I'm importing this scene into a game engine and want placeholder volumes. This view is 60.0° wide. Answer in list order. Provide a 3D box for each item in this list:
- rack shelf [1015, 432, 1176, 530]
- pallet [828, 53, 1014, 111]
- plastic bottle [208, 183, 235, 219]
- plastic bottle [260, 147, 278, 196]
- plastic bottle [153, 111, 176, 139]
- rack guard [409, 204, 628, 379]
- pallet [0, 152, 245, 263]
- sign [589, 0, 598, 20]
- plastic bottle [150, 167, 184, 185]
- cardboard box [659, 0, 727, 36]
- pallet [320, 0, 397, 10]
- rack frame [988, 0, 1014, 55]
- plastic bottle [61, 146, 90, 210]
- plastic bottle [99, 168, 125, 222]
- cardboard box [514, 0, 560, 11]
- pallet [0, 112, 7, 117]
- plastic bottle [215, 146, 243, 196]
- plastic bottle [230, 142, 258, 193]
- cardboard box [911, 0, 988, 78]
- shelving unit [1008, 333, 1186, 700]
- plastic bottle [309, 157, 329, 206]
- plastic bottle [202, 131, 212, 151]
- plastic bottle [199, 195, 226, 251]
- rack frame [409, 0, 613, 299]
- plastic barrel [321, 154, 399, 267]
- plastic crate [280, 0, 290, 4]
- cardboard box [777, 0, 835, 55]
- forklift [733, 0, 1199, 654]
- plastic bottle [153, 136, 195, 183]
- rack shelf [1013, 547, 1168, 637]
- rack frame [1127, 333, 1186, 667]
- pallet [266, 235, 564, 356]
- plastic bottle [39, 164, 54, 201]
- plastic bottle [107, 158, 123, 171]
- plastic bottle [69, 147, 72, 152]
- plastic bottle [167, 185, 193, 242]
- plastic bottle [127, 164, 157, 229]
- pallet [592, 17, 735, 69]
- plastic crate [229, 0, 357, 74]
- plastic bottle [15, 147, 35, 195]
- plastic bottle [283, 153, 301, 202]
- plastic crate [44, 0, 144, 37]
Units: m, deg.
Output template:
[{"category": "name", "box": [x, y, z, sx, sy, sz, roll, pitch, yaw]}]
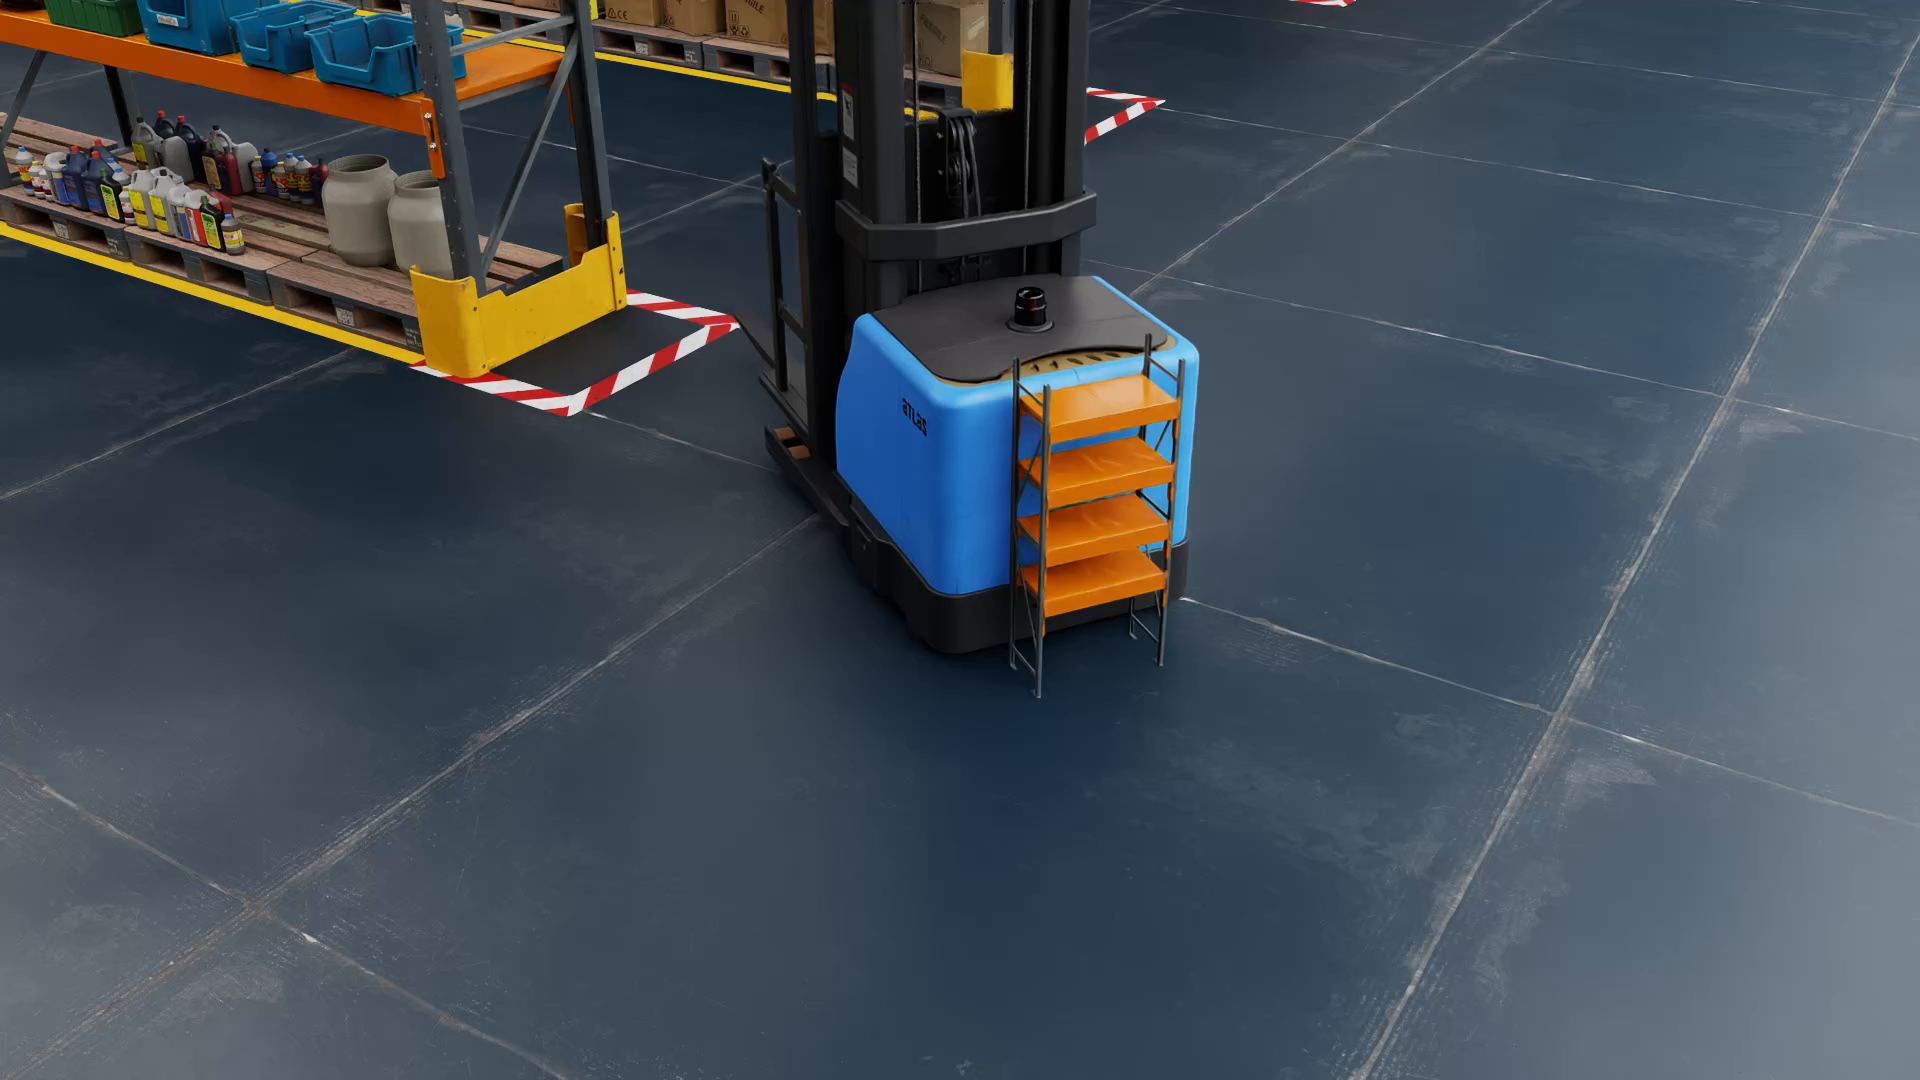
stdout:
[{"category": "rack shelf", "box": [0.451, -0.203, 5.596, 0.480, 0.148, 0.258, -13, 33, -20]}, {"category": "pallet", "box": [-0.225, -3.526, 12.585, 1.213, 0.211, 1.003, 18, 35, 27]}, {"category": "plastic bottle", "box": [-4.056, -1.810, 9.135, 0.133, 0.283, 0.061, 18, 35, 27]}, {"category": "plastic bottle", "box": [-4.042, -2.167, 9.758, 0.097, 0.271, 0.097, 0, 30, 0]}, {"category": "plastic bottle", "box": [-4.814, -2.431, 10.133, 0.185, 0.351, 0.144, 17, 34, 26]}, {"category": "rack guard", "box": [-2.214, -1.284, 8.455, 0.348, 0.500, 1.175, 18, 35, 27]}, {"category": "pallet", "box": [-4.966, -2.033, 10.025, 1.213, 0.211, 1.003, 18, 35, 27]}, {"category": "sign", "box": [-1.829, -2.717, 8.155, 0.005, 0.325, 0.100, 18, 35, 27]}, {"category": "plastic bottle", "box": [-4.472, -1.961, 9.401, 0.135, 0.276, 0.152, 18, 35, 27]}, {"category": "cardboard box", "box": [-2.073, -4.376, 13.339, 0.500, 0.500, 0.500, -23, 37, -33]}, {"category": "pallet", "box": [-5.606, -5.206, 15.465, 1.213, 0.211, 1.003, 18, 35, 27]}, {"category": "rack frame", "box": [0.508, -4.477, 11.448, 0.127, 3.000, 1.000, 18, 35, 27]}, {"category": "plastic bottle", "box": [-5.050, -2.088, 9.544, 0.185, 0.351, 0.144, 19, 35, 29]}, {"category": "plastic bottle", "box": [-4.772, -1.946, 9.368, 0.133, 0.283, 0.061, 19, 35, 29]}, {"category": "cardboard box", "box": [-3.388, -4.833, 14.102, 0.500, 0.500, 0.700, 15, 33, 24]}, {"category": "pallet", "box": [-7.236, -2.751, 11.256, 1.213, 0.211, 1.003, 18, 35, 27]}, {"category": "plastic bottle", "box": [-4.299, -2.174, 9.758, 0.133, 0.283, 0.061, 18, 35, 27]}, {"category": "plastic bottle", "box": [-4.242, -2.216, 9.838, 0.135, 0.276, 0.152, 18, 35, 28]}, {"category": "cardboard box", "box": [-0.012, -3.754, 12.271, 0.500, 0.500, 0.500, 25, 39, 36]}, {"category": "shelving unit", "box": [0.451, -0.068, 5.675, 0.503, 1.200, 0.258, -13, 33, -20]}, {"category": "plastic bottle", "box": [-3.677, -2.067, 9.576, 0.133, 0.283, 0.061, 18, 35, 28]}, {"category": "plastic bottle", "box": [-4.491, -2.325, 10.018, 0.133, 0.283, 0.061, 20, 36, 31]}, {"category": "plastic bottle", "box": [-4.022, -1.709, 8.961, 0.133, 0.283, 0.061, 18, 35, 29]}, {"category": "rack frame", "box": [-2.125, -2.364, 7.825, 0.127, 3.000, 1.000, 18, 35, 27]}, {"category": "plastic barrel", "box": [-3.147, -1.748, 8.822, 0.421, 0.512, 0.421, 0, 30, 0]}, {"category": "plastic crate", "box": [-4.003, -2.994, 9.168, 0.437, 0.136, 0.530, 18, 35, 27]}, {"category": "cardboard box", "box": [-1.056, -4.075, 12.822, 0.500, 0.500, 0.500, 21, 36, 32]}, {"category": "forklift", "box": [-0.205, -1.586, 6.559, 1.130, 2.935, 3.031, -13, 33, -20]}, {"category": "plastic bottle", "box": [-4.709, -2.278, 9.944, 0.135, 0.276, 0.152, 18, 35, 27]}, {"category": "rack shelf", "box": [0.451, 0.162, 5.810, 0.480, 0.148, 0.258, -13, 33, -20]}, {"category": "rack frame", "box": [0.674, -0.118, 5.761, 0.015, 1.200, 0.240, -13, 33, -20]}, {"category": "pallet", "box": [-2.899, -1.379, 8.905, 1.213, 0.211, 1.003, 18, 35, 27]}, {"category": "plastic bottle", "box": [-5.304, -2.090, 9.695, 0.097, 0.201, 0.097, 0, 30, 0]}, {"category": "plastic bottle", "box": [-4.863, -2.066, 9.586, 0.097, 0.271, 0.097, 0, 30, 0]}, {"category": "plastic bottle", "box": [-5.131, -2.150, 9.718, 0.133, 0.283, 0.061, 18, 35, 27]}, {"category": "plastic bottle", "box": [-4.230, -1.798, 9.122, 0.135, 0.276, 0.152, 17, 34, 26]}, {"category": "plastic bottle", "box": [-4.530, -1.923, 9.262, 0.185, 0.351, 0.144, 17, 34, 27]}, {"category": "pallet", "box": [-2.292, -4.180, 13.705, 1.213, 0.211, 1.003, 18, 35, 27]}, {"category": "plastic crate", "box": [-3.255, -2.482, 8.175, 0.408, 0.251, 0.499, 18, 35, 27]}, {"category": "plastic bottle", "box": [-5.476, -2.174, 9.771, 0.097, 0.271, 0.097, 0, 30, 0]}, {"category": "plastic bottle", "box": [-3.870, -2.112, 9.665, 0.097, 0.271, 0.097, 0, 30, 0]}, {"category": "plastic crate", "box": [-4.513, -2.859, 8.885, 0.662, 0.188, 0.450, 18, 35, 27]}]
